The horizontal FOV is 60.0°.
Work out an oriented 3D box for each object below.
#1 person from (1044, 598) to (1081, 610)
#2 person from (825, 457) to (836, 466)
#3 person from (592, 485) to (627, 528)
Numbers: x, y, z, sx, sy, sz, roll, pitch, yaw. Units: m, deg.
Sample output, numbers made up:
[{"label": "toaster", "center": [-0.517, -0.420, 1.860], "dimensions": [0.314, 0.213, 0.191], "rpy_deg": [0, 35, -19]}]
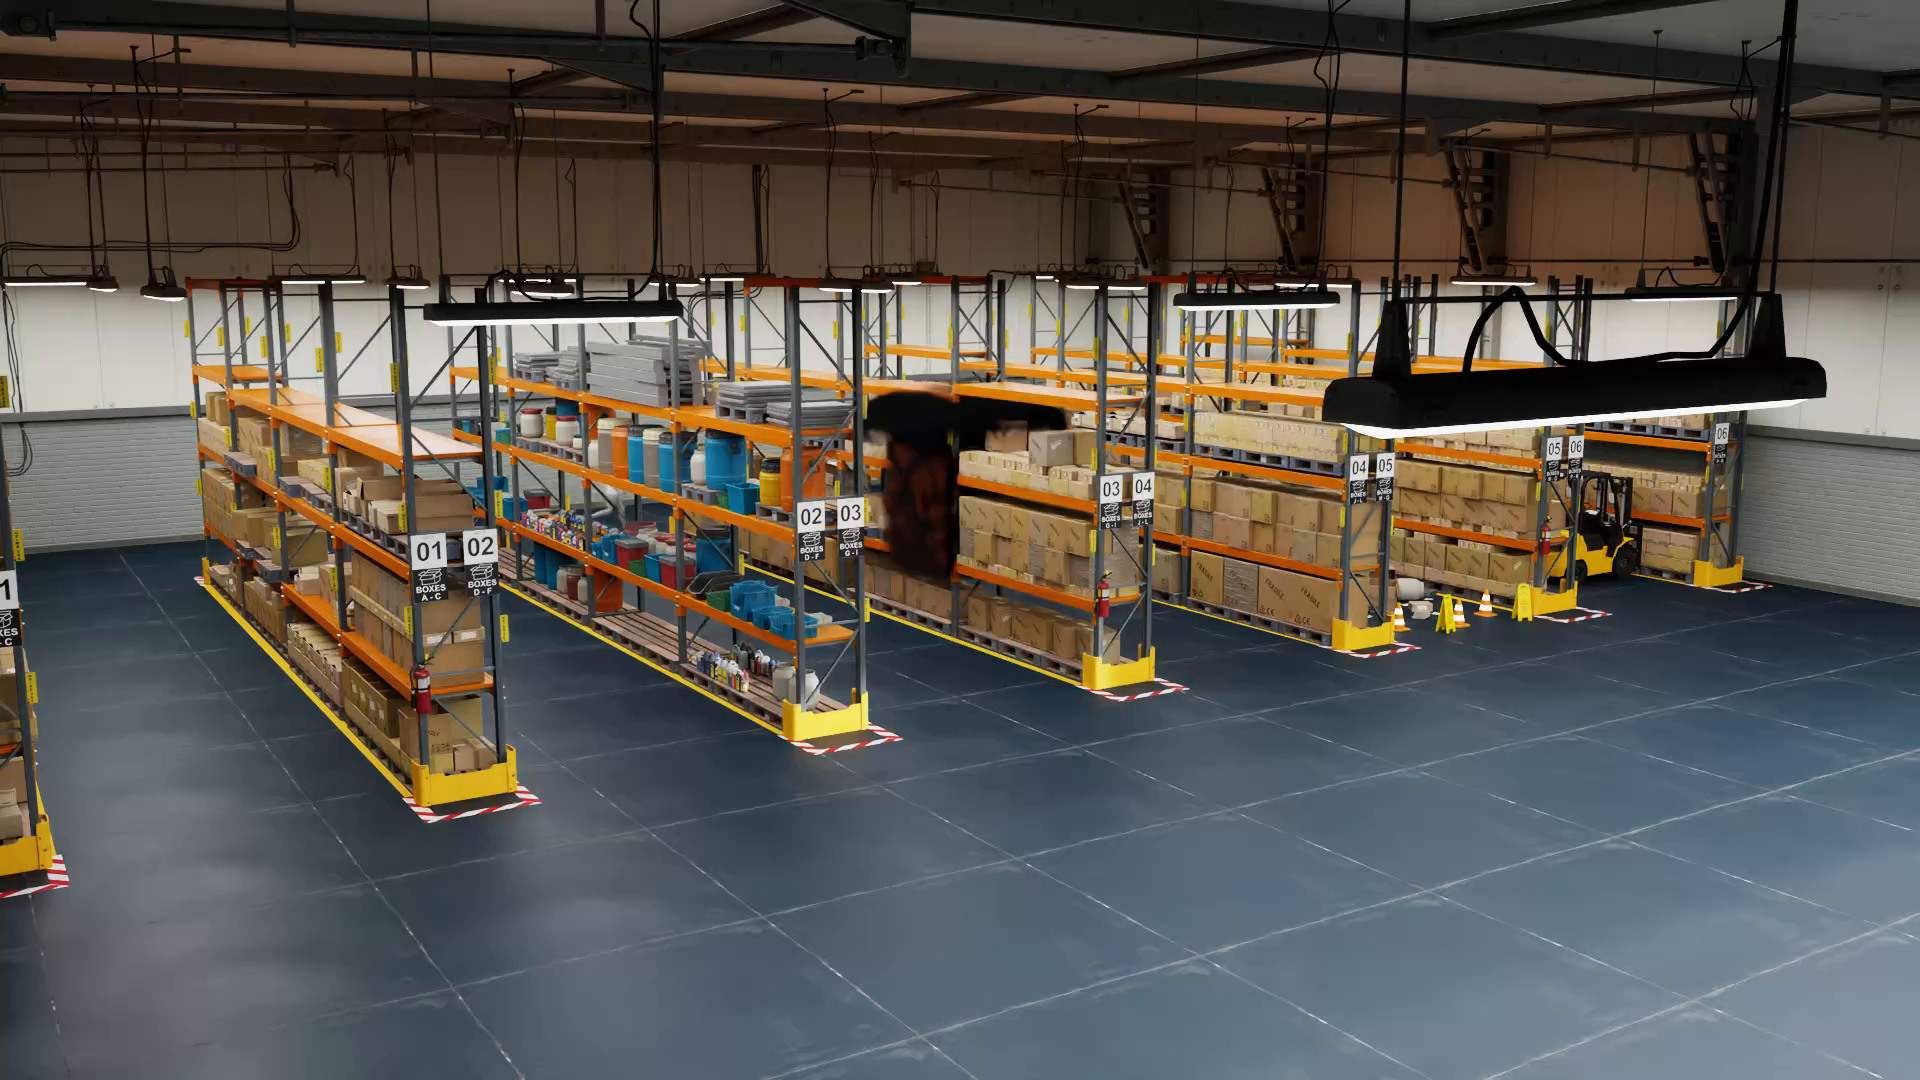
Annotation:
[{"label": "person", "center": [1.803, 0.393, 29.883], "dimensions": [0.978, 1.628, 0.611], "rpy_deg": [7, 12, 34]}, {"label": "person", "center": [-3.450, -1.349, 40.865], "dimensions": [0.939, 1.731, 0.849], "rpy_deg": [3, 10, 15]}, {"label": "person", "center": [-8.237, -1.012, 39.175], "dimensions": [1.036, 1.673, 0.628], "rpy_deg": [-3, 10, -17]}]
